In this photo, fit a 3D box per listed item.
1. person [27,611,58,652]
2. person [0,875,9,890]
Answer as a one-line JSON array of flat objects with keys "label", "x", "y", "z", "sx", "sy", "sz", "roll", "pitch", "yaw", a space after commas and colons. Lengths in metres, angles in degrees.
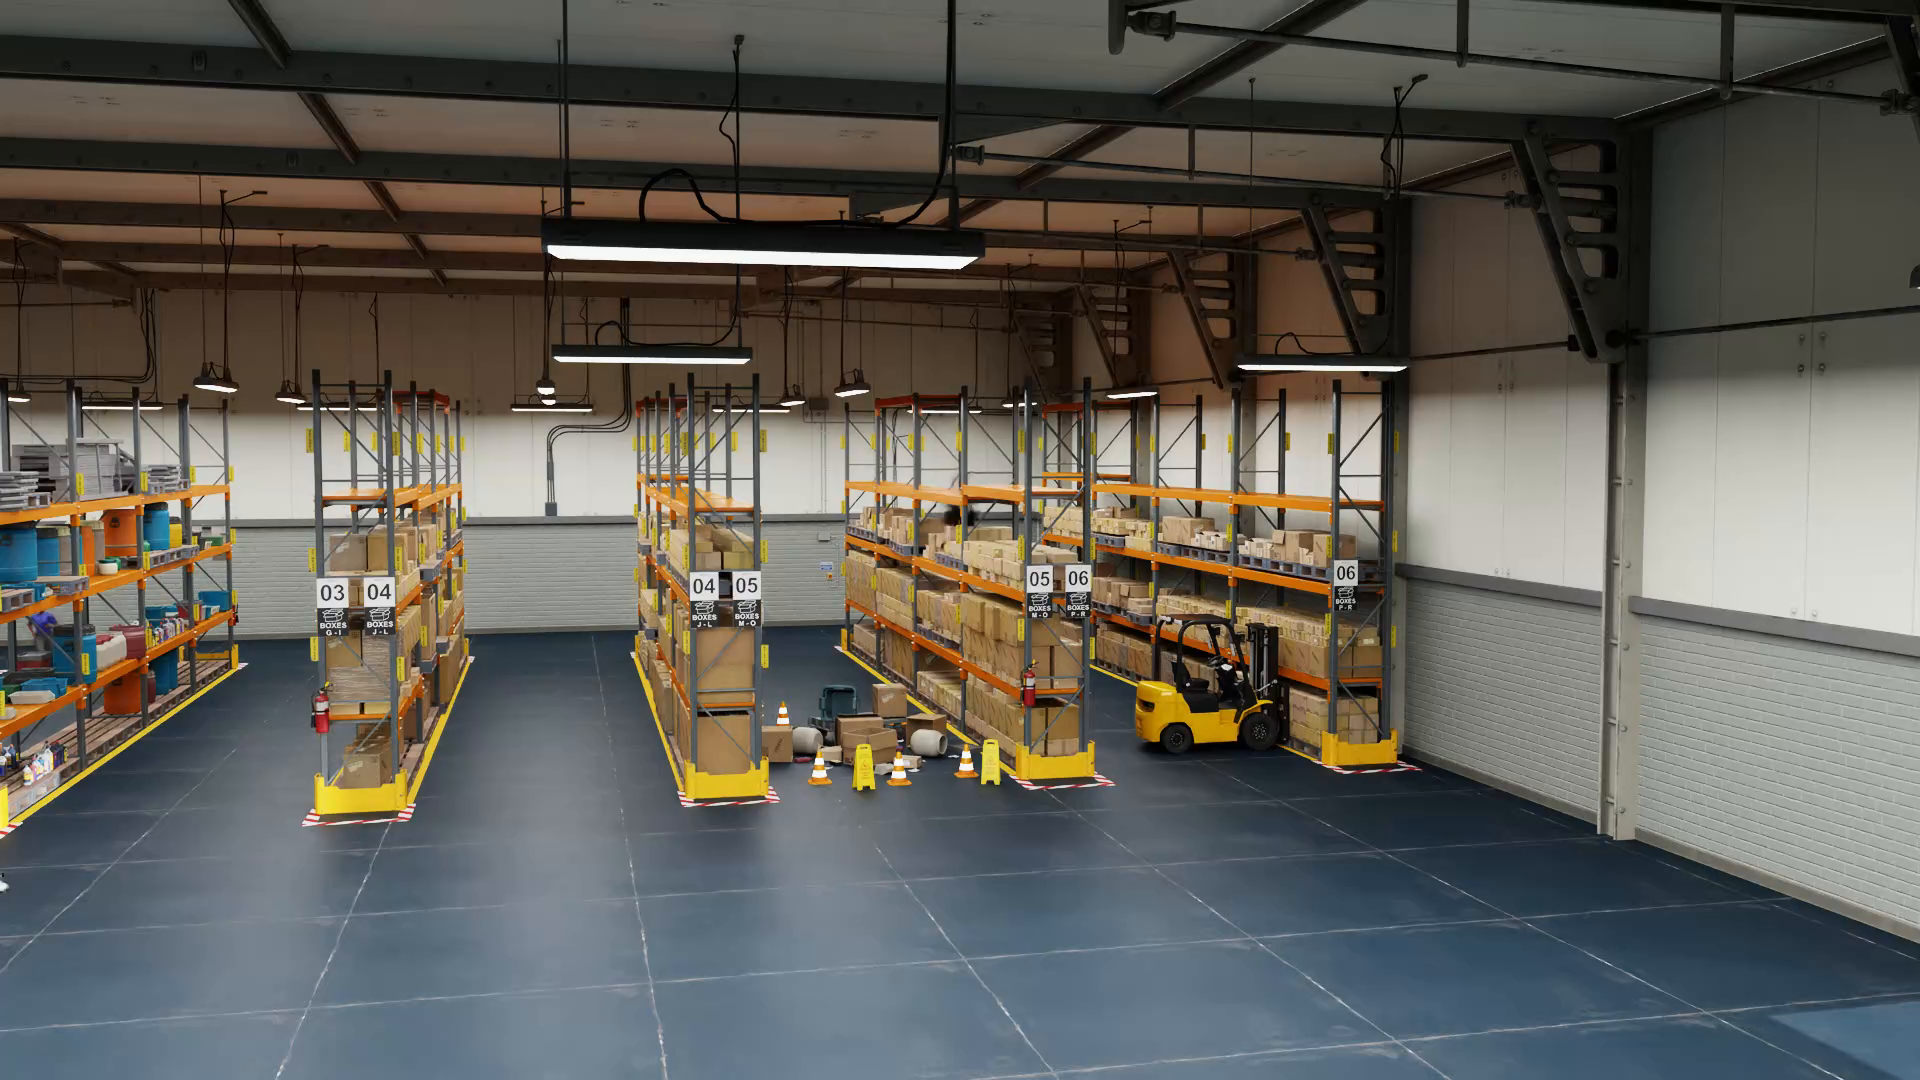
[{"label": "person", "x": -19.492, "y": 2.146, "z": 35.355, "sx": 0.583, "sy": 1.711, "sz": 0.743, "roll": -2, "pitch": 4, "yaw": -27}, {"label": "person", "x": -11.078, "y": 3.073, "z": 18.524, "sx": 0.970, "sy": 1.652, "sz": 0.575, "roll": 1, "pitch": 3, "yaw": 11}]
